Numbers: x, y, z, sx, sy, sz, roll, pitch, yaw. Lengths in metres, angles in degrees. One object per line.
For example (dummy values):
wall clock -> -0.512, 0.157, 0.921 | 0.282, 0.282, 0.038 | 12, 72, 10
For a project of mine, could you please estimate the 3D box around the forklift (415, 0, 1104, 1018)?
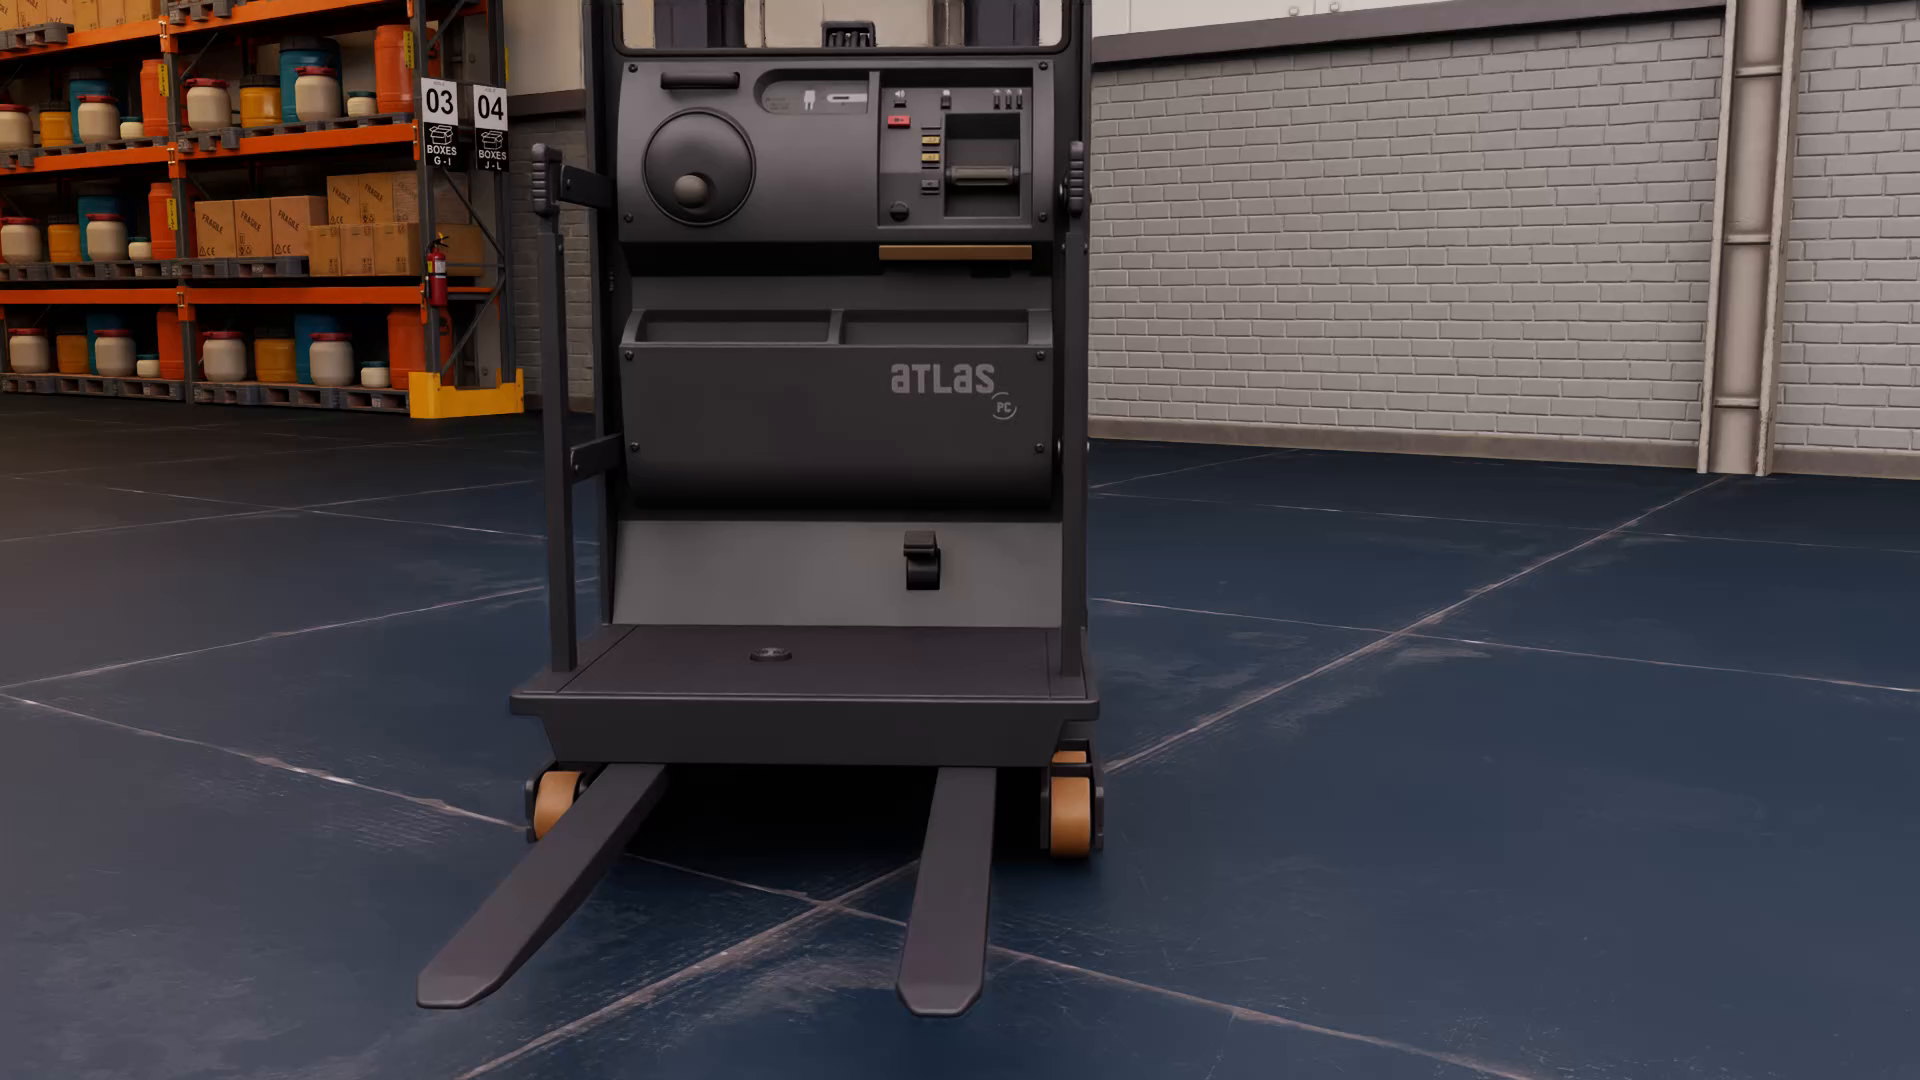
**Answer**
forklift -> -0.271, -0.875, 3.342 | 1.130, 2.935, 3.031 | 0, 8, 2
